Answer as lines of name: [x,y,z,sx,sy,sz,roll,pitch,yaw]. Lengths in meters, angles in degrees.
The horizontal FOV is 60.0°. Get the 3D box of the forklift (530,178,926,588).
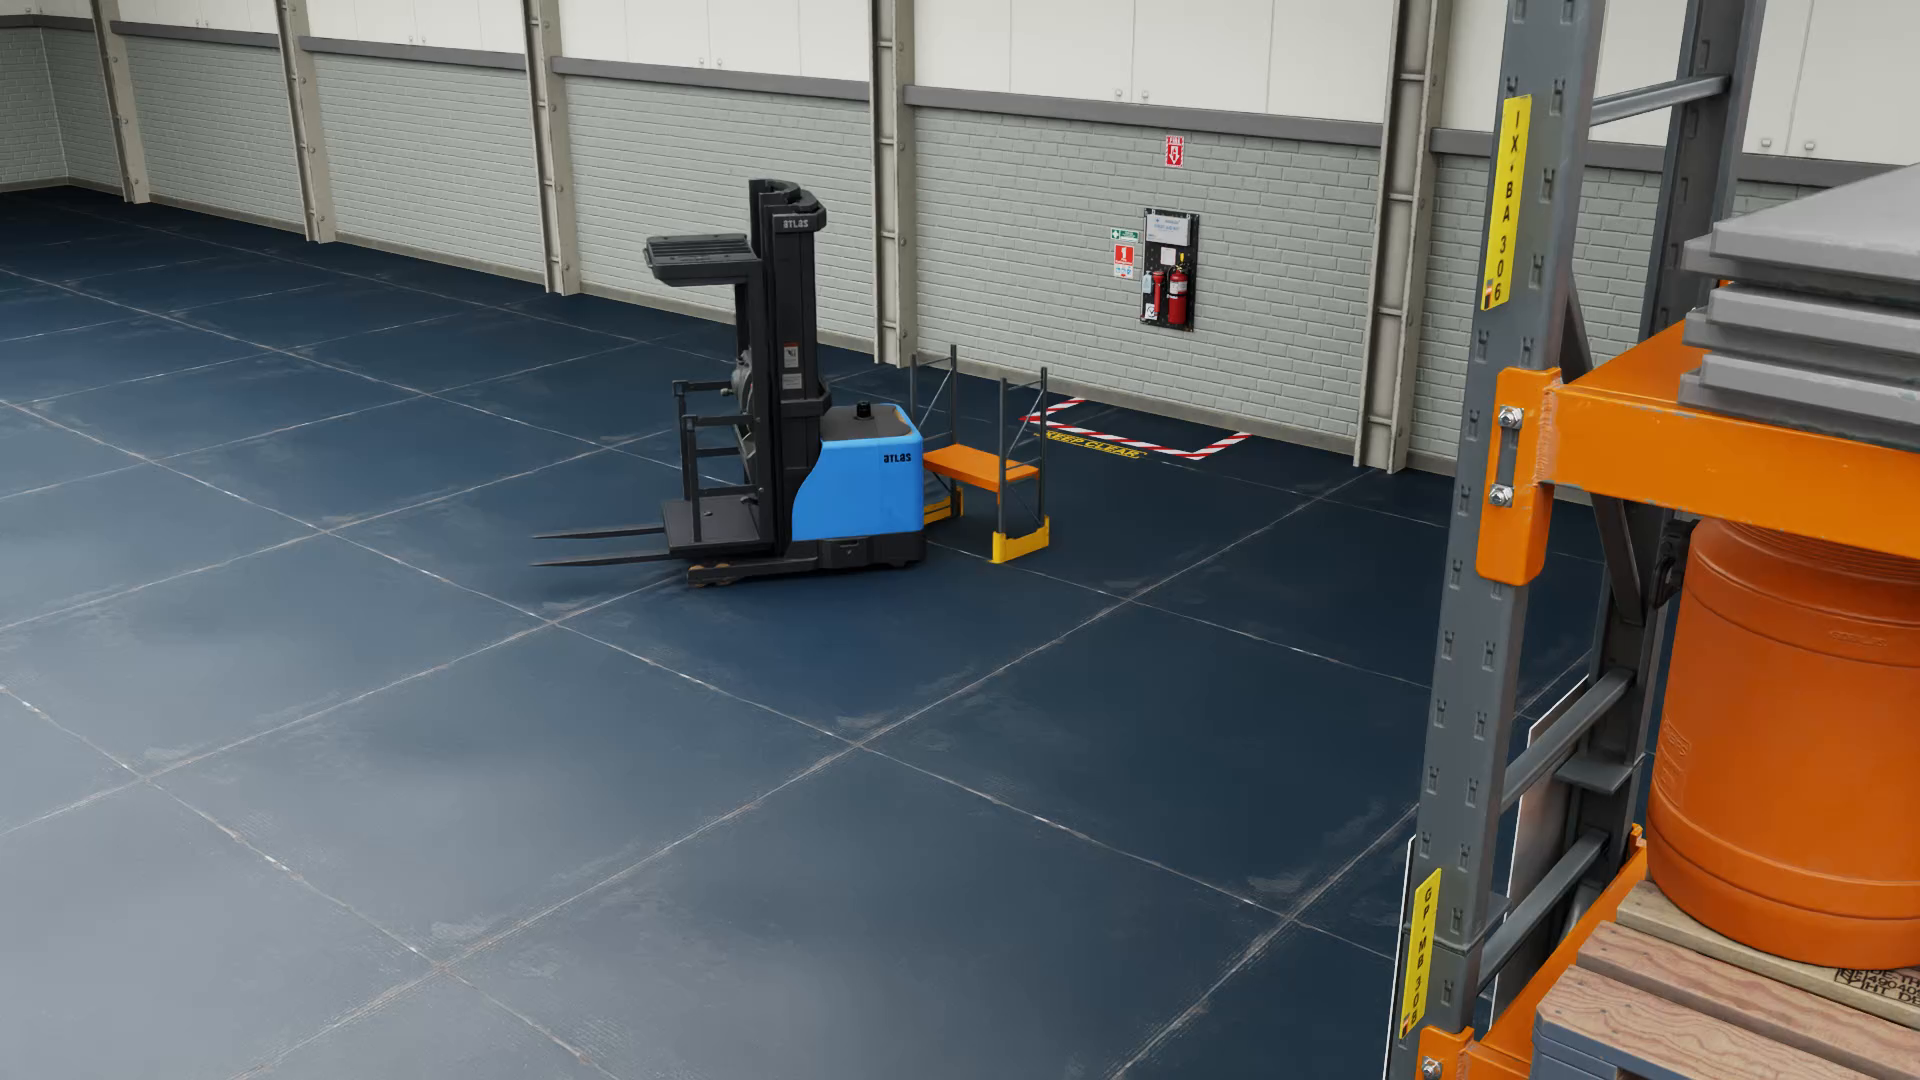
forklift: [-1.843,-1.213,12.730,3.031,2.935,1.130,-5,21,-12]

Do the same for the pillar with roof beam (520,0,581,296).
pillar with roof beam: [-8.104,-6.403,17.895,0.400,9.000,9.100,16,26,36]

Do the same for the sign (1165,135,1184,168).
sign: [2.081,-3.771,16.132,0.199,0.298,0.001,16,26,36]

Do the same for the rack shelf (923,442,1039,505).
rack shelf: [0.139,-0.552,13.517,0.538,0.185,1.000,-19,28,-41]

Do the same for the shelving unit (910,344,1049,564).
shelving unit: [0.145,-0.718,13.447,0.587,1.500,1.083,-19,28,-41]

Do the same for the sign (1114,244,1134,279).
sign: [1.661,-2.826,16.860,0.234,0.329,0.001,16,26,36]

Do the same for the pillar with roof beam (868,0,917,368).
pillar with roof beam: [-3.456,-5.065,14.345,0.400,9.000,9.100,16,26,36]

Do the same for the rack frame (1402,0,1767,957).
rack frame: [1.210,-0.776,2.972,0.127,3.000,1.000,16,26,36]

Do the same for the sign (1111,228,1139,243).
sign: [1.659,-3.070,16.757,0.331,0.109,0.001,16,26,36]

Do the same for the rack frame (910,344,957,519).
rack frame: [-0.216,-0.849,13.794,0.500,1.500,0.032,-19,28,-41]

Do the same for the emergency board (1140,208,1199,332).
emergency board: [2.024,-2.658,16.464,0.643,1.169,0.194,16,26,36]

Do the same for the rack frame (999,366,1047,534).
rack frame: [0.494,-0.592,13.113,0.500,1.500,0.032,-19,28,-41]

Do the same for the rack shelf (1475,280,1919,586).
rack shelf: [2.759,0.194,1.986,4.000,0.370,1.077,16,26,36]

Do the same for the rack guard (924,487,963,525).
rack guard: [-0.202,-0.259,14.001,0.587,0.250,0.087,-19,28,-41]

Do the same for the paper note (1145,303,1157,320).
paper note: [1.931,-2.304,16.775,0.142,0.148,0.016,16,26,36]

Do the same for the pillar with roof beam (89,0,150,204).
pillar with roof beam: [-17.401,-9.081,24.994,0.400,9.000,9.100,16,26,36]

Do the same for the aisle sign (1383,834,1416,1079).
aisle sign: [0.969,0.879,3.402,0.004,0.787,0.394,16,26,36]

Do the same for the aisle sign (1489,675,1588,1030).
aisle sign: [1.342,0.718,3.830,0.004,0.787,0.394,16,26,36]

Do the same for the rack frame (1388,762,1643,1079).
rack frame: [1.210,2.031,4.030,0.127,3.000,1.000,16,26,36]

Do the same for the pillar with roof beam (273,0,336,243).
pillar with roof beam: [-12.752,-7.742,21.445,0.400,9.000,9.100,16,26,36]

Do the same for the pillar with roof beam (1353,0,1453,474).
pillar with roof beam: [1.193,-3.726,10.795,0.400,9.000,9.100,16,26,36]

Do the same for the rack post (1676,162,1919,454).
rack post: [1.715,-0.338,2.521,0.937,0.300,0.954,-19,28,-41]

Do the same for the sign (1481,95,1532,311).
sign: [0.859,-0.529,2.613,0.005,0.325,0.100,16,26,36]

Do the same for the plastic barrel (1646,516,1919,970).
plastic barrel: [1.667,0.304,3.156,0.708,0.830,0.600,16,26,36]

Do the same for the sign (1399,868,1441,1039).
sign: [0.859,0.773,3.103,0.005,0.325,0.100,16,26,36]

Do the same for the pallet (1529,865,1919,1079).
pallet: [1.789,0.927,2.974,1.213,0.211,1.003,16,26,36]

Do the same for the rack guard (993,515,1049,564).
rack guard: [0.493,-0.008,13.334,0.587,0.250,0.087,-19,28,-41]

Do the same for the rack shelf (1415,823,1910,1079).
rack shelf: [2.759,1.411,2.445,4.000,0.370,1.077,16,26,36]
